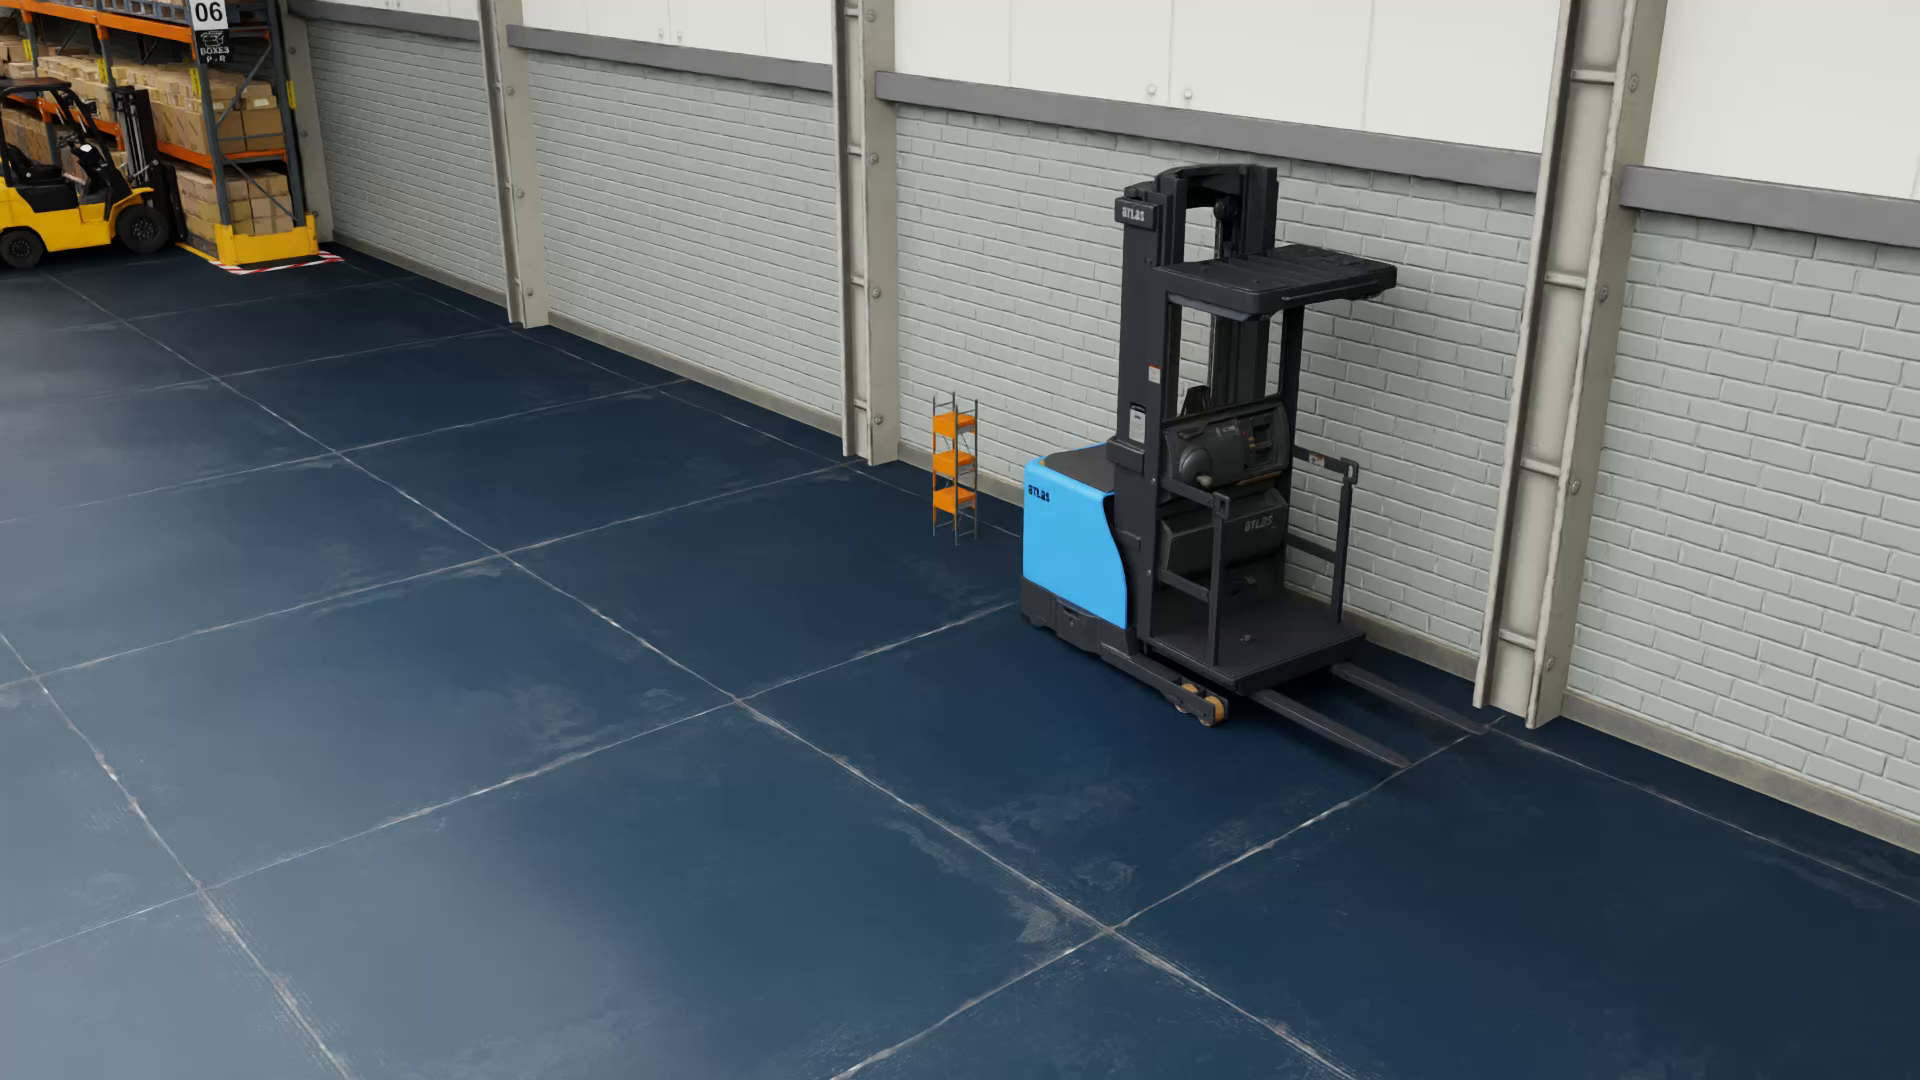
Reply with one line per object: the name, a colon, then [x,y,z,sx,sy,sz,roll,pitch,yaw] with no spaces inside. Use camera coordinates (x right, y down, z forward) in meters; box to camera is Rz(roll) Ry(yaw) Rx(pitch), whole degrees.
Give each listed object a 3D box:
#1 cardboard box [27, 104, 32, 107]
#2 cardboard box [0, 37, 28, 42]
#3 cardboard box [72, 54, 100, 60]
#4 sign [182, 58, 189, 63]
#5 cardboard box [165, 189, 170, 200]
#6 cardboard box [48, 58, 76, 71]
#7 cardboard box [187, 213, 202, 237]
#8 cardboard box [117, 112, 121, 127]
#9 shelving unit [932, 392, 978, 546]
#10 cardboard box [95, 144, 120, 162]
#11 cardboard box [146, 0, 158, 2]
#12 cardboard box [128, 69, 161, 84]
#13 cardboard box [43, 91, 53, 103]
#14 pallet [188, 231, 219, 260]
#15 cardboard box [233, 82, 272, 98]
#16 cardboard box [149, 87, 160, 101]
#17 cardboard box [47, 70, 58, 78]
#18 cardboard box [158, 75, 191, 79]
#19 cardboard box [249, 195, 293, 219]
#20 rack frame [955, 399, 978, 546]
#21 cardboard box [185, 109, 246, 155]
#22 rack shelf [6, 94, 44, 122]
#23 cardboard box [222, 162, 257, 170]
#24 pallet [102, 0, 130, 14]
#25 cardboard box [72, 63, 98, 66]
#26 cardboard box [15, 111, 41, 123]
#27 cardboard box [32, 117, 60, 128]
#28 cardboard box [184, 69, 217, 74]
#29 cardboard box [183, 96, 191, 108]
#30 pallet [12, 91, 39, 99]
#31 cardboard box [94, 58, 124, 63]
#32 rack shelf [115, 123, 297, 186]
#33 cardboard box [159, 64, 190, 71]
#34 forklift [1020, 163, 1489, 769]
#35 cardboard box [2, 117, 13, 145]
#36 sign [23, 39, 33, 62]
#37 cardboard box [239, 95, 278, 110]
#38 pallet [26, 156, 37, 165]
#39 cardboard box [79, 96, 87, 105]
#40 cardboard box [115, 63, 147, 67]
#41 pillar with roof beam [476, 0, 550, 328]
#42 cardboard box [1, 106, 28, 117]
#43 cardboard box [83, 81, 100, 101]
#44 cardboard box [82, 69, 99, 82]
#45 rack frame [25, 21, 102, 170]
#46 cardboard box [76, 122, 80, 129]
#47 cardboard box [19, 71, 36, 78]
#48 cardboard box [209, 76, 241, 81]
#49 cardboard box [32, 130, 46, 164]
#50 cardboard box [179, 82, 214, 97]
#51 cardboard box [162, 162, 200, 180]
cardboard box: [-16.165,-7.611,29.266,0.380,0.149,0.250,-19,28,-39]
cardboard box: [-16.140,-8.223,28.152,0.700,0.500,0.500,-17,27,-37]
cardboard box: [-13.647,-7.512,26.024,0.380,0.149,0.250,-16,27,-36]
sign: [-10.983,-6.673,23.612,0.100,0.325,0.005,-17,27,-37]
cardboard box: [-10.341,-4.621,22.178,0.500,0.250,0.500,-18,27,-38]
cardboard box: [-13.666,-7.257,25.374,0.380,0.149,0.250,-17,27,-36]
cardboard box: [-9.654,-4.105,21.545,0.500,0.250,0.500,-17,27,-37]
cardboard box: [-11.310,-5.962,22.956,0.500,0.500,0.500,-18,28,-39]
shelving unit: [-0.035,-0.504,11.830,0.215,1.050,0.252,-17,27,-37]
cardboard box: [-12.252,-5.548,24.716,0.875,0.625,0.625,-18,28,-38]
cardboard box: [-9.857,-7.051,20.911,0.700,0.500,0.500,-17,27,-37]
cardboard box: [-10.916,-6.214,22.302,0.380,0.149,0.250,-17,27,-36]
cardboard box: [-13.908,-6.955,25.833,0.500,0.250,0.500,-17,27,-37]
pallet: [-9.322,-3.898,21.647,1.003,0.211,1.213,-17,27,-37]
cardboard box: [-8.848,-5.626,20.800,0.380,0.149,0.250,-18,28,-38]
cardboard box: [-10.399,-5.866,21.822,0.380,0.149,0.250,-18,28,-38]
cardboard box: [-13.582,-7.049,25.388,0.500,0.250,0.500,-16,27,-36]
cardboard box: [-10.190,-5.953,21.636,0.380,0.149,0.250,-17,27,-37]
cardboard box: [-8.941,-4.322,21.416,0.500,0.250,0.500,-17,27,-36]
rack frame: [0.045,-0.470,11.744,0.200,1.050,0.008,-17,27,-37]
cardboard box: [-9.311,-5.115,20.793,0.500,0.500,0.500,-18,28,-39]
rack shelf: [-15.318,-7.423,27.809,1.077,0.370,4.000,-17,27,-37]
cardboard box: [-9.609,-4.832,22.030,0.500,0.250,0.500,-18,27,-38]
pallet: [-10.826,-7.226,22.329,1.003,0.211,1.213,-17,27,-37]
cardboard box: [-12.935,-6.993,24.698,0.380,0.149,0.250,-17,27,-37]
cardboard box: [-15.692,-7.136,28.052,0.380,0.149,0.250,-16,27,-36]
cardboard box: [-15.005,-6.850,27.323,0.380,0.149,0.250,-16,27,-36]
cardboard box: [-10.153,-6.210,22.290,0.380,0.149,0.250,-18,28,-38]
cardboard box: [-9.542,-5.523,20.944,0.380,0.149,0.250,-17,27,-36]
pallet: [-14.509,-7.287,26.738,1.213,0.211,1.003,-17,27,-37]
cardboard box: [-12.944,-7.239,25.326,0.380,0.149,0.250,-18,27,-38]
rack shelf: [-10.096,-5.213,22.166,1.077,0.370,4.000,-17,27,-37]
cardboard box: [-10.832,-6.492,23.011,0.380,0.149,0.250,-18,28,-39]
forklift: [1.647,-0.522,9.299,1.130,2.935,3.031,-15,26,-33]
cardboard box: [-16.124,-7.010,28.621,0.500,0.500,0.500,-18,28,-38]
sign: [-14.418,-7.576,25.734,0.100,0.325,0.005,-17,27,-37]
cardboard box: [-8.816,-5.499,20.885,0.380,0.149,0.250,-18,28,-39]
pallet: [-15.264,-6.459,28.186,1.003,0.211,1.213,-17,27,-37]
cardboard box: [-12.562,-6.389,24.390,0.500,0.250,0.500,-17,27,-37]
cardboard box: [-12.261,-6.962,24.619,0.380,0.149,0.250,-18,27,-38]
pillar with roof beam: [-7.908,-5.513,13.720,9.100,9.000,0.400,-17,27,-37]
cardboard box: [-16.352,-7.424,28.787,0.380,0.149,0.250,-18,28,-39]
cardboard box: [-12.257,-6.478,23.931,0.500,0.250,0.500,-18,28,-39]
cardboard box: [-12.367,-6.679,23.896,0.380,0.149,0.250,-19,28,-39]
rack frame: [-14.013,-7.205,26.267,1.000,3.000,0.127,-17,27,-37]
cardboard box: [-14.270,-6.837,27.289,0.380,0.149,0.250,-16,27,-36]
cardboard box: [-14.732,-7.374,26.467,0.380,0.149,0.250,-17,27,-36]
cardboard box: [-9.518,-5.914,21.537,0.380,0.149,0.250,-16,27,-36]
cardboard box: [-14.771,-6.443,27.174,0.500,0.500,0.500,-18,28,-38]
cardboard box: [-9.560,-5.658,20.881,0.380,0.149,0.250,-17,27,-36]
cardboard box: [-10.328,-4.847,22.070,0.500,0.250,0.500,-18,28,-38]
